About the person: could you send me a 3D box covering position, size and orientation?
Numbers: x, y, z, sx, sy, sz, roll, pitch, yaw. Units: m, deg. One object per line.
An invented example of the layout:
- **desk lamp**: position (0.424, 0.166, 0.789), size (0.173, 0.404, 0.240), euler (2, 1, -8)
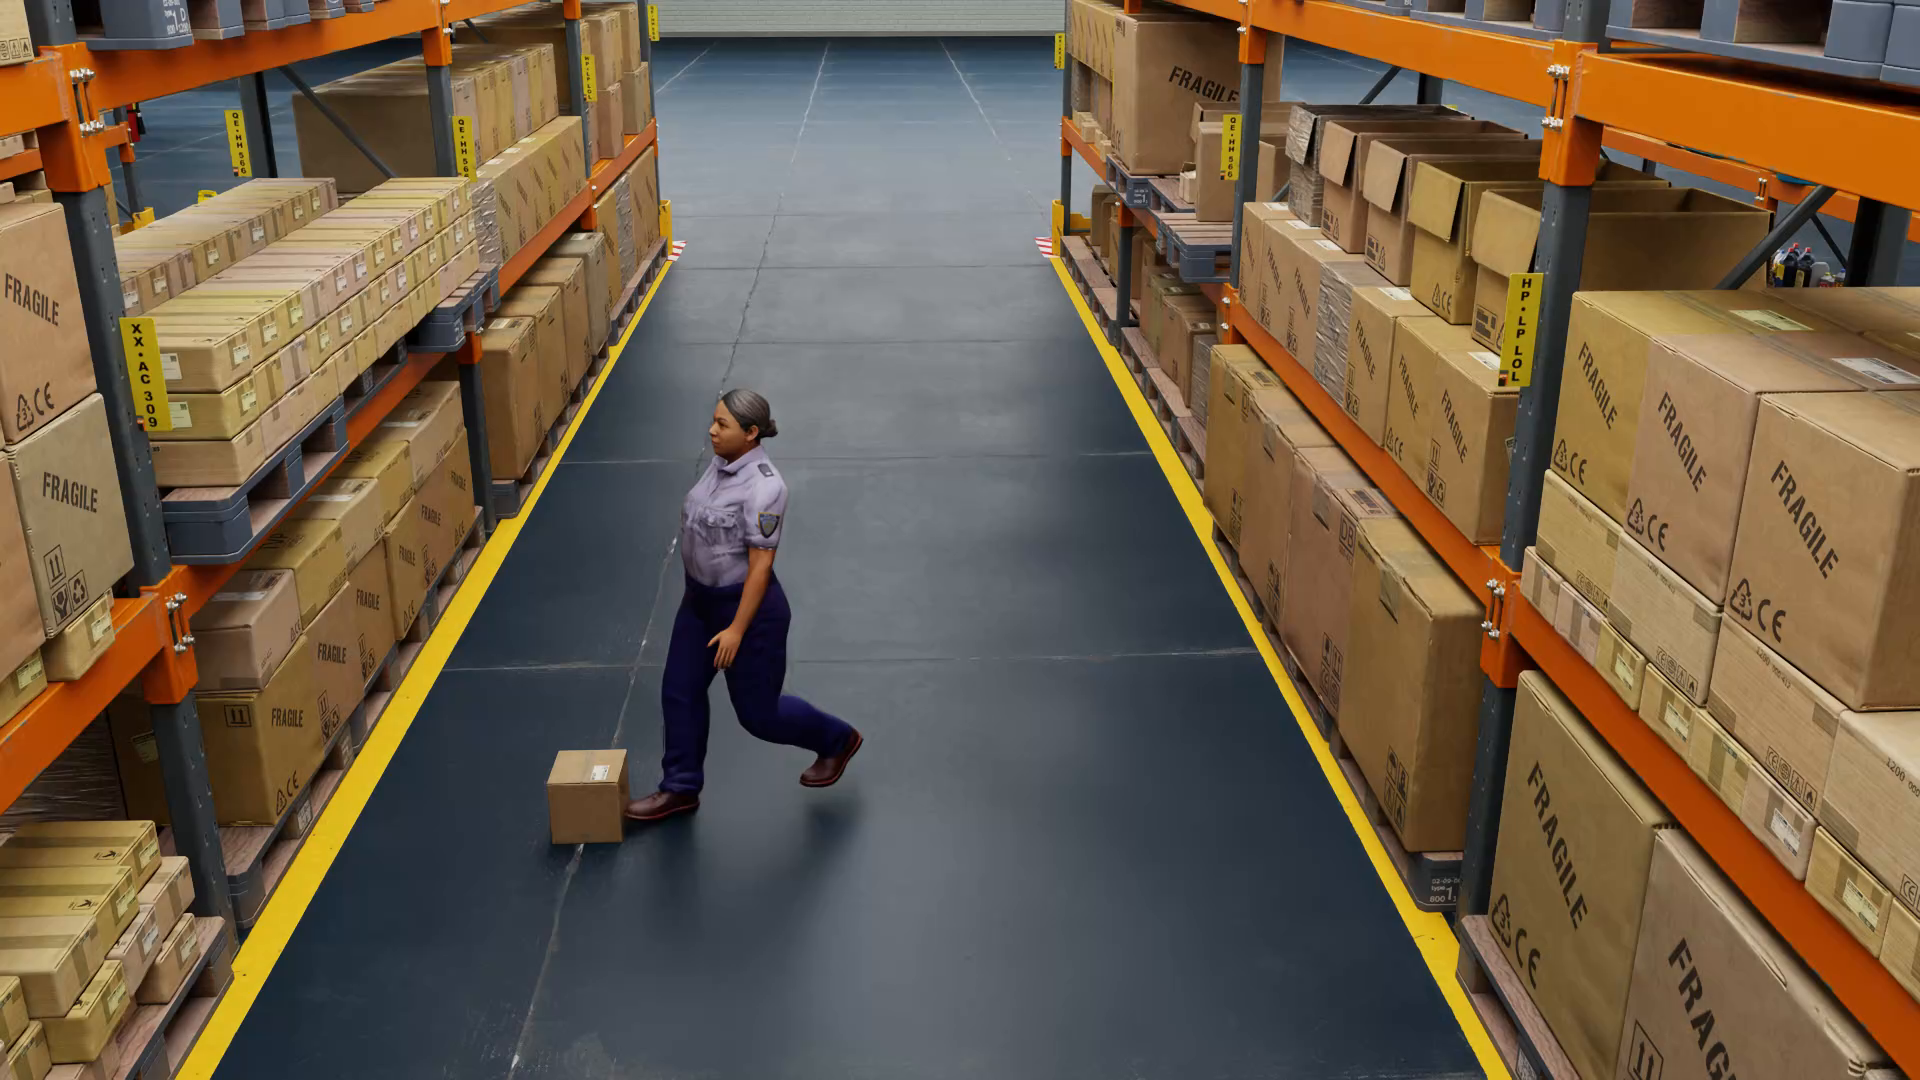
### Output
- **person**: position (-0.790, 0.243, 5.956), size (0.878, 1.613, 0.482), euler (-15, 25, -34)
